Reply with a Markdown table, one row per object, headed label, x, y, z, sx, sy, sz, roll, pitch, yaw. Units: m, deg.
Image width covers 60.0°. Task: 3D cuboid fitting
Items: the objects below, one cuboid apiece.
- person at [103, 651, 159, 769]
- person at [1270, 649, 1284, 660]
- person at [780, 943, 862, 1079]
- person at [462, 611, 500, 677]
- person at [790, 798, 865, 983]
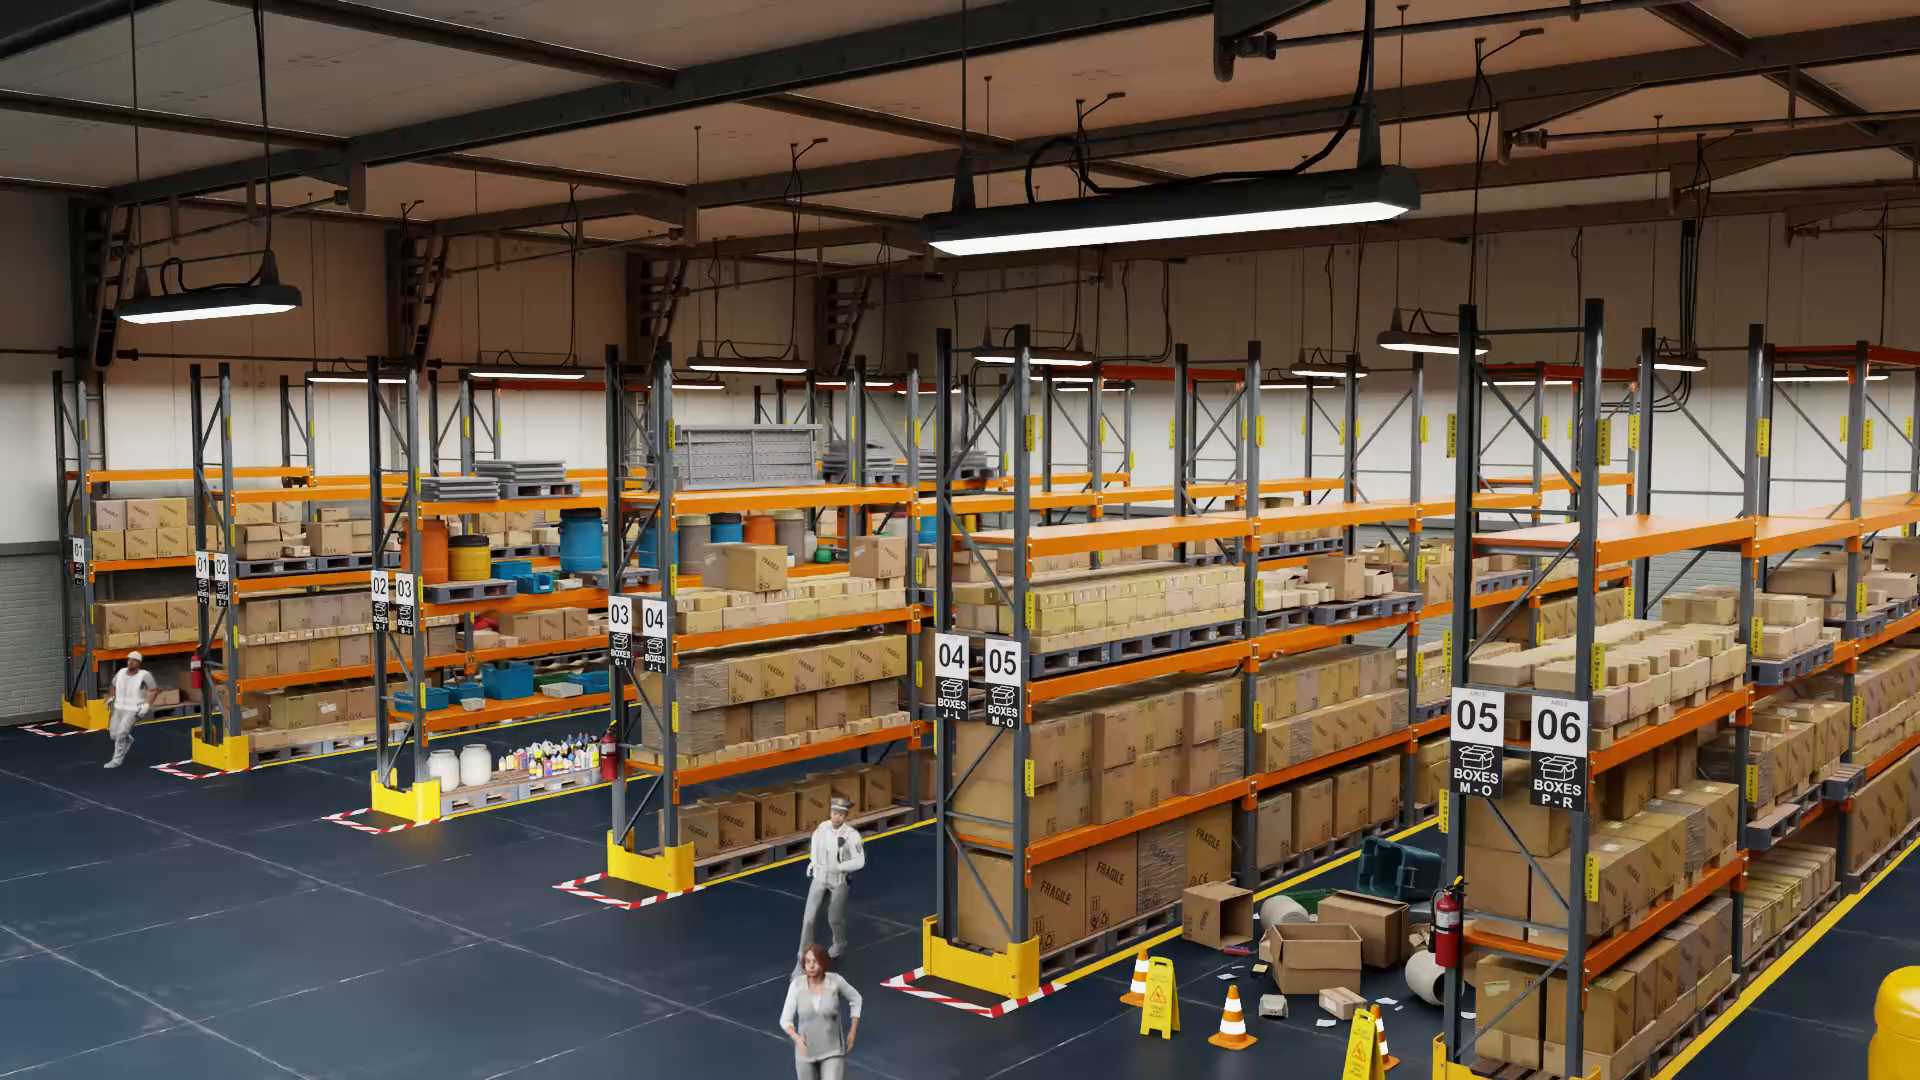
| label | x | y | z | sx | sy | sz | roll | pitch | yaw |
| --- | --- | --- | --- | --- | --- | --- | --- | --- | --- |
| person | -12.375 | 2.517 | 24.827 | 0.726 | 1.714 | 0.710 | 0 | 4 | 3 |
| person | 4.905 | 2.459 | 25.557 | 0.643 | 1.741 | 0.706 | 2 | 5 | 31 |
| person | -0.963 | 3.551 | 11.423 | 0.545 | 1.578 | 0.629 | 0 | 4 | 3 |
| person | -8.927 | 2.091 | 30.855 | 0.640 | 1.781 | 0.727 | 3 | 5 | 32 |
| person | -1.161 | 3.211 | 15.518 | 0.617 | 1.687 | 0.871 | 1 | 4 | 17 |
